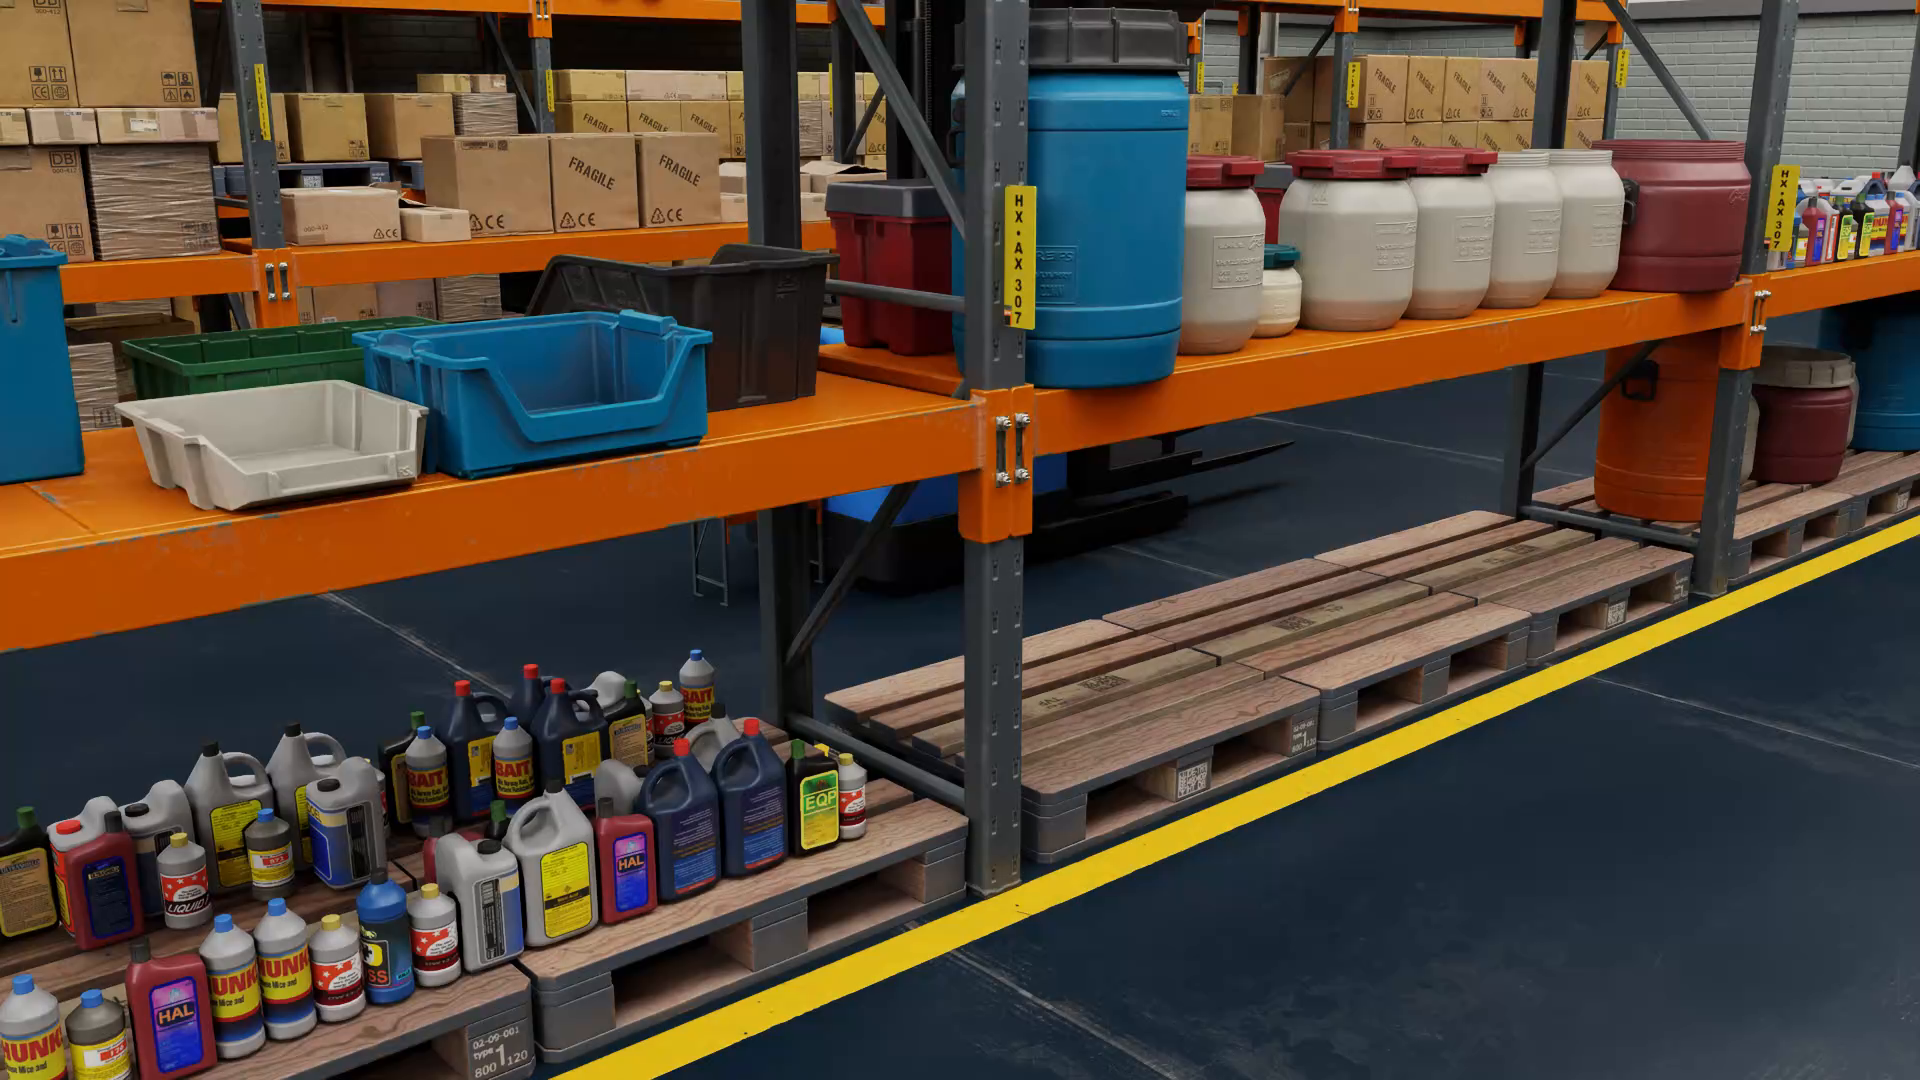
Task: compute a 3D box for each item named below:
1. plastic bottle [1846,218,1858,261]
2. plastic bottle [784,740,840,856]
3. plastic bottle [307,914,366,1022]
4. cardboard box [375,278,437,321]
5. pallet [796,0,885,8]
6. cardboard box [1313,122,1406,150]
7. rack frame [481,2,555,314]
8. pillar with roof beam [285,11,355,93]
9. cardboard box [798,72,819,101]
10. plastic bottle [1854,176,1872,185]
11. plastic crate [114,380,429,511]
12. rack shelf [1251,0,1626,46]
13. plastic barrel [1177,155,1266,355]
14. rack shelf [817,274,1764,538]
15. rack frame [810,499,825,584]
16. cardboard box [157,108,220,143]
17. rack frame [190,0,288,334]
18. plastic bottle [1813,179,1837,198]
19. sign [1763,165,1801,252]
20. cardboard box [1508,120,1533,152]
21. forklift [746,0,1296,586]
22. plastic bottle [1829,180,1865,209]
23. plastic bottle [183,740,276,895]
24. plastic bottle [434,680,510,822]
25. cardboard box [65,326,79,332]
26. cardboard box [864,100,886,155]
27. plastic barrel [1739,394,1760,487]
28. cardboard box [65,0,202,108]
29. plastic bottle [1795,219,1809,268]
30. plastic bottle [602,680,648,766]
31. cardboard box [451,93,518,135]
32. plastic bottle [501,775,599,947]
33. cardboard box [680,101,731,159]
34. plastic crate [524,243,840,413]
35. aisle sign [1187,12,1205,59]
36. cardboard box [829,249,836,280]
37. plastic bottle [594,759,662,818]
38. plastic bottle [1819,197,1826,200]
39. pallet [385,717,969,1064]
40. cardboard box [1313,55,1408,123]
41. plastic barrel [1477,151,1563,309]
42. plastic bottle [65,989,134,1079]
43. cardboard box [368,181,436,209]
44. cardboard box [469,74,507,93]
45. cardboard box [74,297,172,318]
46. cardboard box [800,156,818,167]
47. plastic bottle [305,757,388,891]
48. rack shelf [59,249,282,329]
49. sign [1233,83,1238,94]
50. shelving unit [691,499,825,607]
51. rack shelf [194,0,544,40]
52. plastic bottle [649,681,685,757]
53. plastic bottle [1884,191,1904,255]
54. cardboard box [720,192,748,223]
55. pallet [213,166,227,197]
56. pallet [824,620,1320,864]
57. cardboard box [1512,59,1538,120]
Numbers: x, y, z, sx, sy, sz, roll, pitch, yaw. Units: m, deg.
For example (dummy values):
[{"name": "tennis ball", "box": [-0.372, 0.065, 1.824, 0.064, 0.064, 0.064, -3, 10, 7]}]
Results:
[{"name": "plastic bottle", "box": [3.897, -1.337, 7.329, 0.097, 0.201, 0.097, 0, 15, 0]}, {"name": "plastic bottle", "box": [-0.360, 0.616, 4.044, 0.133, 0.283, 0.061, -11, 19, -37]}, {"name": "plastic bottle", "box": [-1.250, 0.849, 3.330, 0.097, 0.201, 0.097, 0, 15, 0]}, {"name": "cardboard box", "box": [-4.674, -2.044, 13.583, 0.500, 0.500, 0.700, -13, 20, -39]}, {"name": "pallet", "box": [-1.342, -5.106, 15.610, 1.217, 0.209, 0.805, -14, 20, -42]}, {"name": "cardboard box", "box": [3.136, -3.032, 13.094, 0.500, 0.500, 0.500, -12, 19, -38]}, {"name": "rack frame", "box": [-3.700, -3.236, 14.053, 0.127, 3.000, 1.000, -13, 19, -39]}, {"name": "pillar with roof beam", "box": [-2.422, -5.245, 9.947, 0.400, 9.000, 9.100, -13, 19, -39]}, {"name": "cardboard box", "box": [-1.644, -4.178, 15.316, 0.500, 0.250, 0.500, -12, 19, -38]}, {"name": "plastic bottle", "box": [4.946, -1.859, 9.138, 0.135, 0.276, 0.152, -13, 19, -39]}, {"name": "plastic crate", "box": [-1.273, -0.178, 3.116, 0.437, 0.136, 0.530, -13, 19, -39]}, {"name": "rack shelf", "box": [4.081, -4.391, 13.956, 4.000, 0.370, 1.077, -13, 19, -39]}, {"name": "plastic barrel", "box": [0.652, -0.815, 4.725, 0.433, 0.535, 0.433, 0, 15, 0]}, {"name": "rack shelf", "box": [1.295, -0.621, 5.657, 4.000, 0.370, 1.077, -13, 19, -39]}, {"name": "rack frame", "box": [-0.660, -0.417, 6.987, 0.015, 1.200, 0.240, -14, 20, -41]}, {"name": "cardboard box", "box": [-3.527, -1.869, 7.483, 0.250, 0.149, 0.380, -13, 20, -39]}, {"name": "rack frame", "box": [-3.463, -1.595, 7.908, 0.127, 3.000, 1.000, -13, 19, -39]}, {"name": "plastic bottle", "box": [4.523, -1.764, 8.782, 0.135, 0.276, 0.152, -13, 19, -39]}, {"name": "sign", "box": [3.170, -1.281, 6.415, 0.005, 0.325, 0.100, -13, 19, -39]}, {"name": "cardboard box", "box": [4.662, -3.375, 14.380, 0.500, 0.500, 0.500, -12, 19, -39]}, {"name": "forklift", "box": [0.458, -1.526, 7.785, 3.031, 2.935, 1.130, -14, 20, -41]}, {"name": "plastic bottle", "box": [4.623, -1.735, 8.672, 0.135, 0.276, 0.152, -13, 19, -39]}, {"name": "plastic bottle", "box": [-1.699, 0.629, 3.864, 0.185, 0.351, 0.144, -12, 19, -37]}, {"name": "plastic bottle", "box": [-1.238, 0.525, 4.252, 0.185, 0.351, 0.144, -14, 20, -42]}, {"name": "cardboard box", "box": [-4.390, -0.728, 7.724, 0.500, 0.500, 0.500, -13, 19, -39]}, {"name": "cardboard box", "box": [-0.865, -3.988, 16.060, 0.500, 0.500, 0.500, -13, 20, -40]}, {"name": "plastic barrel", "box": [3.529, -0.508, 7.846, 0.421, 0.512, 0.421, 0, 15, 0]}, {"name": "cardboard box", "box": [-3.793, -2.194, 7.442, 0.500, 0.500, 0.700, -13, 19, -39]}, {"name": "plastic bottle", "box": [3.521, -1.253, 7.013, 0.097, 0.201, 0.097, 0, 15, 0]}, {"name": "plastic bottle", "box": [-0.898, 0.519, 4.405, 0.133, 0.283, 0.061, -13, 19, -39]}, {"name": "cardboard box", "box": [-4.048, -3.416, 13.678, 0.700, 0.500, 0.500, 13, 20, 40]}, {"name": "plastic bottle", "box": [-0.899, 0.690, 3.636, 0.185, 0.351, 0.144, -13, 20, -40]}, {"name": "cardboard box", "box": [-2.389, -3.641, 14.760, 0.500, 0.500, 0.500, -13, 20, -40]}, {"name": "plastic crate", "box": [-0.692, -0.536, 4.065, 0.504, 0.338, 0.767, -13, 19, -39]}, {"name": "aisle sign", "box": [2.586, -5.801, 18.618, 0.004, 0.787, 0.394, -13, 19, -39]}, {"name": "cardboard box", "box": [-1.087, -2.943, 16.306, 0.750, 0.750, 0.750, -12, 19, -39]}, {"name": "plastic bottle", "box": [-0.772, 0.647, 3.942, 0.135, 0.276, 0.152, -13, 19, -39]}, {"name": "plastic bottle", "box": [3.757, -1.360, 7.280, 0.097, 0.271, 0.097, 0, 15, 0]}, {"name": "pallet", "box": [-0.748, 0.823, 4.260, 1.213, 0.211, 1.003, -13, 19, -39]}, {"name": "cardboard box", "box": [3.112, -3.507, 12.934, 0.500, 0.500, 0.500, -12, 19, -38]}, {"name": "plastic barrel", "box": [1.850, -1.074, 5.743, 0.421, 0.512, 0.421, 0, 15, 0]}, {"name": "plastic bottle", "box": [-1.581, 0.923, 3.052, 0.097, 0.201, 0.097, 0, 15, 0]}, {"name": "cardboard box", "box": [-2.920, -1.715, 8.617, 0.258, 0.266, 0.396, -13, 20, -41]}, {"name": "cardboard box", "box": [-3.940, -3.746, 13.659, 0.380, 0.149, 0.250, 13, 20, 40]}, {"name": "cardboard box", "box": [-6.173, -1.691, 12.261, 0.500, 0.500, 0.700, -12, 19, -38]}, {"name": "cardboard box", "box": [-1.540, -3.523, 15.574, 0.250, 0.149, 0.380, -13, 19, -39]}, {"name": "plastic bottle", "box": [-1.442, 0.658, 3.900, 0.135, 0.276, 0.152, -13, 19, -39]}, {"name": "rack shelf", "box": [-4.971, -0.909, 6.733, 4.000, 0.370, 1.077, -13, 19, -39]}, {"name": "sign", "box": [2.210, -3.473, 13.261, 0.005, 0.325, 0.100, -13, 19, -39]}, {"name": "shelving unit", "box": [-0.839, -0.374, 6.826, 0.503, 1.200, 0.258, -14, 20, -41]}, {"name": "rack shelf", "box": [-5.209, -3.999, 12.491, 4.000, 0.370, 1.077, -13, 19, -39]}, {"name": "plastic bottle", "box": [-0.819, 0.495, 4.653, 0.097, 0.201, 0.097, 0, 15, 0]}, {"name": "plastic bottle", "box": [4.244, -1.448, 7.586, 0.133, 0.283, 0.061, -13, 19, -39]}, {"name": "cardboard box", "box": [-1.370, -1.924, 9.628, 0.250, 0.149, 0.380, -11, 18, -35]}, {"name": "pallet", "box": [-6.045, -2.567, 11.920, 1.213, 0.211, 1.003, -13, 19, -39]}, {"name": "pallet", "box": [0.353, 0.577, 5.182, 1.213, 0.211, 1.003, -13, 19, -39]}, {"name": "cardboard box", "box": [4.666, -3.856, 14.241, 0.500, 0.500, 0.500, -12, 19, -38]}]
